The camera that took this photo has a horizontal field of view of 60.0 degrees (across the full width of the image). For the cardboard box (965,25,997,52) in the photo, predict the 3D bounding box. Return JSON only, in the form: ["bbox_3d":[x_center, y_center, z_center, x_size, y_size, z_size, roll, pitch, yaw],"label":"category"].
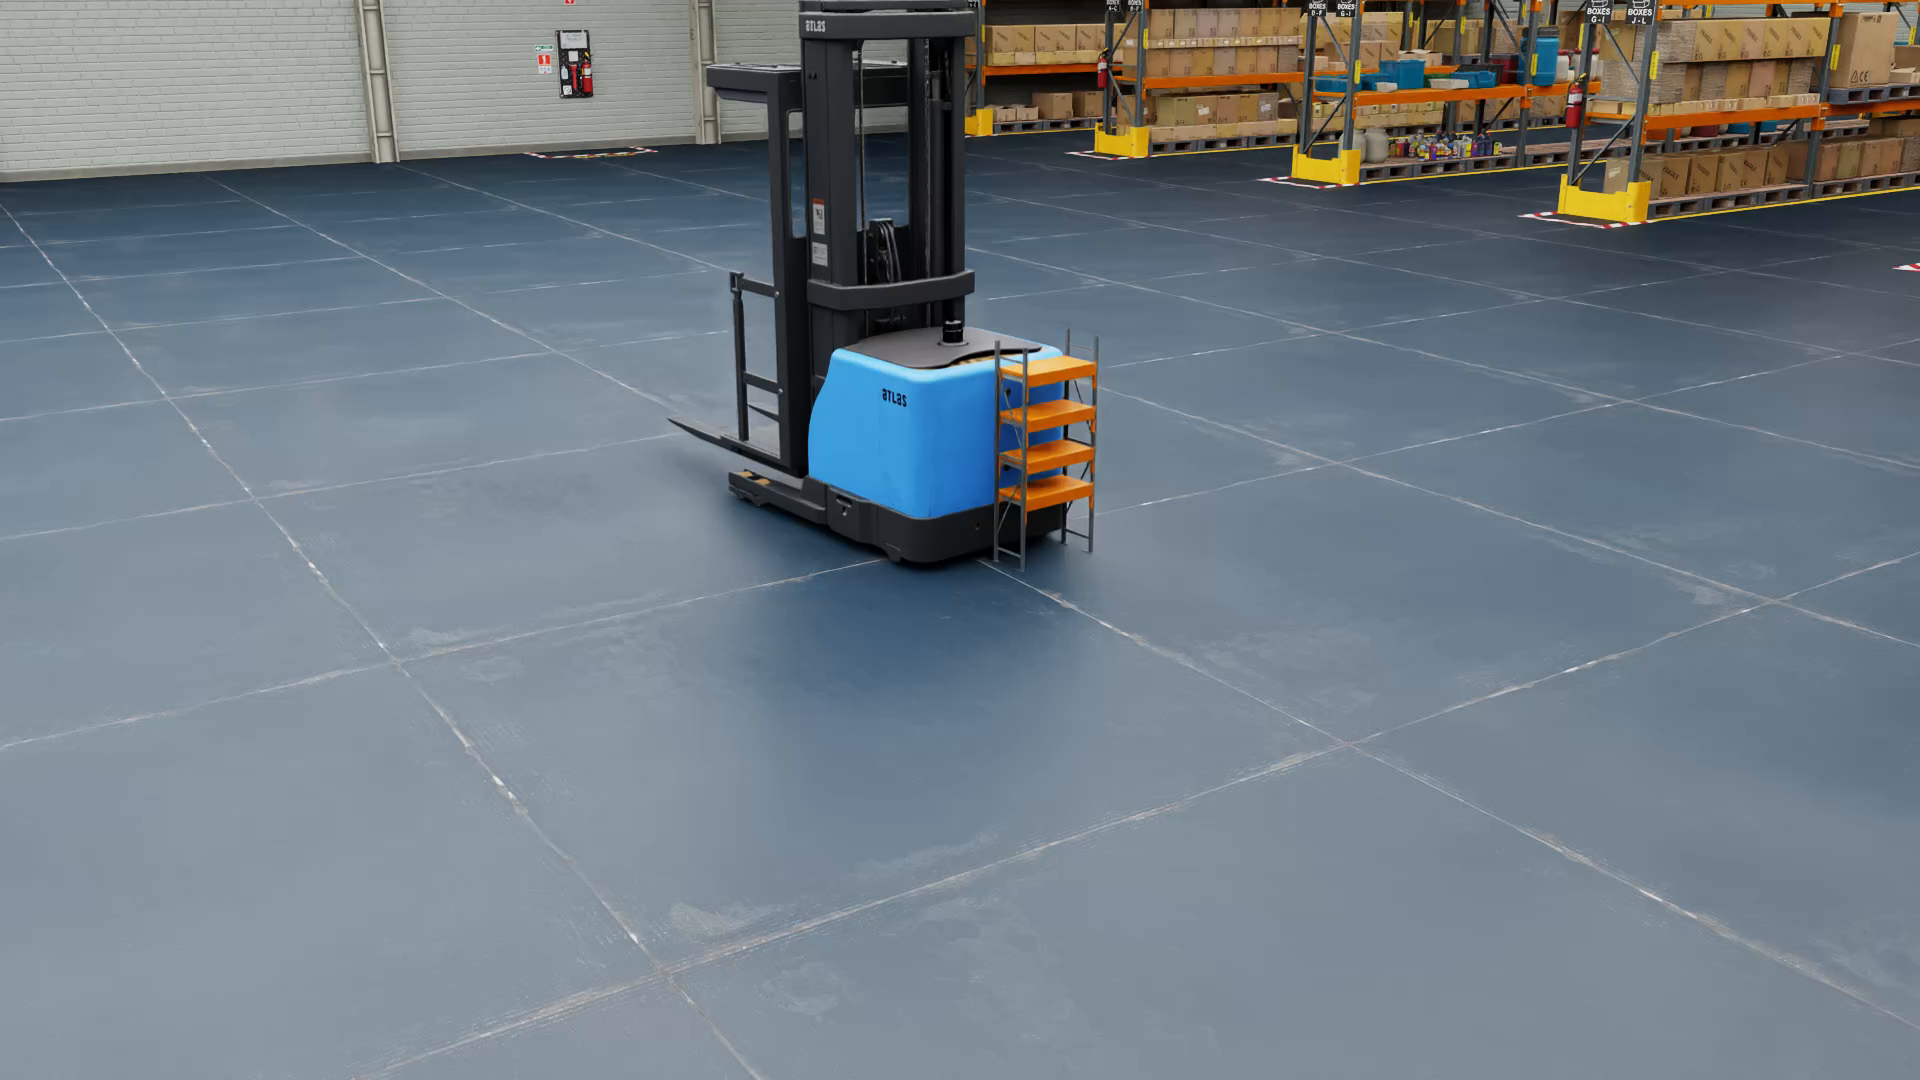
[{"bbox_3d":[0.427,-10.045,33.305,0.500,0.500,0.500,-12,22,-32],"label":"cardboard box"}]

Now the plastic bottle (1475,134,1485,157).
[{"bbox_3d":[8.400,-6.395,26.927,0.185,0.351,0.144,-13,23,-34],"label":"plastic bottle"}]

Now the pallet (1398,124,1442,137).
[{"bbox_3d":[8.851,-8.240,33.290,1.213,0.211,1.003,-12,22,-31],"label":"pallet"}]

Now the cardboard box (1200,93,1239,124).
[{"bbox_3d":[4.703,-7.837,30.209,0.500,0.500,0.500,-12,22,-31],"label":"cardboard box"}]

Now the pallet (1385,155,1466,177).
[{"bbox_3d":[7.336,-6.022,26.727,1.213,0.211,1.003,-12,22,-31],"label":"pallet"}]

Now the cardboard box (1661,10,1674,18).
[{"bbox_3d":[15.169,-11.292,36.246,0.500,0.500,0.500,-11,22,-30],"label":"cardboard box"}]

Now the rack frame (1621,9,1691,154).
[{"bbox_3d":[12.281,-8.370,29.320,0.127,3.000,1.000,-12,22,-31],"label":"rack frame"}]

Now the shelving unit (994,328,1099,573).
[{"bbox_3d":[0.451,-0.474,8.772,0.503,1.200,0.258,-14,23,-36],"label":"shelving unit"}]

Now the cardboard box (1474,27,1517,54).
[{"bbox_3d":[10.892,-10.193,33.901,0.500,0.500,0.700,-8,20,-21],"label":"cardboard box"}]

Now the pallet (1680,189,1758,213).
[{"bbox_3d":[10.103,-4.676,22.747,1.213,0.211,1.003,-12,22,-31],"label":"pallet"}]

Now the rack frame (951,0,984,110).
[{"bbox_3d":[0.151,-9.611,32.991,0.127,3.000,1.000,-12,22,-31],"label":"rack frame"}]

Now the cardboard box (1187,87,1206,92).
[{"bbox_3d":[4.949,-9.658,36.344,0.500,0.500,0.700,-12,22,-31],"label":"cardboard box"}]

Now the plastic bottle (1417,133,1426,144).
[{"bbox_3d":[7.525,-6.480,27.178,0.185,0.351,0.144,-12,22,-32],"label":"plastic bottle"}]

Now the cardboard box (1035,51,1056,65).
[{"bbox_3d":[1.587,-9.734,33.557,0.500,0.250,0.500,-12,22,-32],"label":"cardboard box"}]

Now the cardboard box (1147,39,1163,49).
[{"bbox_3d":[3.324,-8.653,28.987,0.250,0.149,0.380,-12,22,-32],"label":"cardboard box"}]

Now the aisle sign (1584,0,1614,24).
[{"bbox_3d":[8.107,-6.937,21.022,0.004,0.787,0.394,-12,22,-31],"label":"aisle sign"}]

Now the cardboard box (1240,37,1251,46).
[{"bbox_3d":[5.048,-9.018,30.066,0.250,0.149,0.380,-11,22,-30],"label":"cardboard box"}]

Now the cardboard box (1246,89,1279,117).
[{"bbox_3d":[5.659,-8.245,31.416,0.500,0.500,0.500,-12,22,-31],"label":"cardboard box"}]

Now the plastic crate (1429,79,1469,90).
[{"bbox_3d":[7.723,-7.187,26.232,0.437,0.136,0.530,-12,22,-31],"label":"plastic crate"}]

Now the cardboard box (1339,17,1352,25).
[{"bbox_3d":[8.640,-11.860,37.819,0.500,0.250,0.500,-12,22,-33],"label":"cardboard box"}]

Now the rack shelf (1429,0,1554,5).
[{"bbox_3d":[11.230,-11.128,33.918,4.000,0.370,1.077,-12,22,-31],"label":"rack shelf"}]

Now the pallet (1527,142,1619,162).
[{"bbox_3d":[10.595,-6.710,28.762,1.213,0.211,1.003,-12,22,-31],"label":"pallet"}]

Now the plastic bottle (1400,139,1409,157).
[{"bbox_3d":[7.177,-6.332,26.846,0.133,0.283,0.061,-12,22,-31],"label":"plastic bottle"}]

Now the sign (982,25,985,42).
[{"bbox_3d":[0.449,-9.876,32.423,0.005,0.325,0.100,-12,22,-31],"label":"sign"}]

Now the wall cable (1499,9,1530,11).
[{"bbox_3d":[14.063,-13.389,42.580,1.851,1.984,0.084,-12,22,-31],"label":"wall cable"}]

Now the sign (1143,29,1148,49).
[{"bbox_3d":[3.178,-8.585,28.480,0.005,0.325,0.100,-12,22,-31],"label":"sign"}]

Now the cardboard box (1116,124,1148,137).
[{"bbox_3d":[3.164,-7.357,29.960,0.500,0.250,0.500,-12,22,-31],"label":"cardboard box"}]

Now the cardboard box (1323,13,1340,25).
[{"bbox_3d":[8.217,-11.768,37.549,0.500,0.250,0.500,-12,22,-31],"label":"cardboard box"}]

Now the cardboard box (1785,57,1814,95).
[{"bbox_3d":[11.254,-6.467,23.068,0.500,0.500,0.875,-12,22,-31],"label":"cardboard box"}]

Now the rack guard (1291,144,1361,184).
[{"bbox_3d":[5.637,-5.803,25.629,0.348,0.500,1.175,-12,22,-31],"label":"rack guard"}]

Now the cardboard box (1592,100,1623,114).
[{"bbox_3d":[8.448,-5.623,21.586,0.250,0.149,0.380,-12,22,-31],"label":"cardboard box"}]

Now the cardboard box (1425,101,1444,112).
[{"bbox_3d":[9.258,-8.700,33.057,0.500,0.311,0.500,-11,22,-30],"label":"cardboard box"}]

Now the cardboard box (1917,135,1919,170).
[{"bbox_3d":[14.456,-5.947,25.367,0.500,0.500,0.700,-13,23,-34],"label":"cardboard box"}]

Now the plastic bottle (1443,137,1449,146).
[{"bbox_3d":[7.983,-6.493,27.340,0.097,0.271,0.097,0,19,0],"label":"plastic bottle"}]

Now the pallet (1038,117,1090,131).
[{"bbox_3d":[1.930,-8.651,34.504,1.213,0.211,1.003,-12,22,-31],"label":"pallet"}]

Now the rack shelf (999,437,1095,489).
[{"bbox_3d":[0.451,-0.410,8.794,0.480,0.148,0.258,-14,23,-36],"label":"rack shelf"}]

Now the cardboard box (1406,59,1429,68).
[{"bbox_3d":[8.960,-9.345,32.594,0.250,0.149,0.380,-12,22,-31],"label":"cardboard box"}]

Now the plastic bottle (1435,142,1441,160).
[{"bbox_3d":[7.571,-6.174,26.395,0.097,0.271,0.097,0,19,0],"label":"plastic bottle"}]

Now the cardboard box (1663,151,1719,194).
[{"bbox_3d":[9.868,-4.976,22.529,0.500,0.500,0.500,-10,21,-26],"label":"cardboard box"}]

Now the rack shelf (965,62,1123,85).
[{"bbox_3d":[1.821,-9.623,34.148,4.000,0.370,1.077,-12,22,-31],"label":"rack shelf"}]

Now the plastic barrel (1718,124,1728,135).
[{"bbox_3d":[14.046,-7.804,30.873,0.421,0.512,0.421,0,19,0],"label":"plastic barrel"}]

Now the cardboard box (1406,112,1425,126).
[{"bbox_3d":[8.826,-8.343,32.876,0.500,0.250,0.500,-12,22,-32],"label":"cardboard box"}]

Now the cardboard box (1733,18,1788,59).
[{"bbox_3d":[10.605,-6.674,22.120,0.500,0.500,0.500,-12,22,-31],"label":"cardboard box"}]

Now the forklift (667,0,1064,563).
[{"bbox_3d":[-0.730,-1.672,9.614,1.130,2.935,3.031,-14,23,-36],"label":"forklift"}]

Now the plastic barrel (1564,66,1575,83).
[{"bbox_3d":[10.130,-7.792,27.827,0.301,0.262,0.301,0,19,0],"label":"plastic barrel"}]

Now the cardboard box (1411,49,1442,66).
[{"bbox_3d":[9.232,-9.601,33.101,0.500,0.311,0.500,-10,21,-28],"label":"cardboard box"}]

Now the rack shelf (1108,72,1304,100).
[{"bbox_3d":[4.549,-8.298,30.231,4.000,0.370,1.077,-12,22,-31],"label":"rack shelf"}]

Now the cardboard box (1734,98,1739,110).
[{"bbox_3d":[10.134,-5.822,22.174,0.250,0.149,0.380,-12,22,-31],"label":"cardboard box"}]

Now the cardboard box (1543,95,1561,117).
[{"bbox_3d":[12.228,-9.176,34.921,0.500,0.500,0.500,-12,22,-31],"label":"cardboard box"}]

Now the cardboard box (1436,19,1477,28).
[{"bbox_3d":[11.850,-12.216,40.227,0.700,0.700,0.980,-13,23,-34],"label":"cardboard box"}]

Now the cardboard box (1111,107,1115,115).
[{"bbox_3d":[3.061,-9.080,35.156,0.250,0.166,0.380,-16,24,-38],"label":"cardboard box"}]

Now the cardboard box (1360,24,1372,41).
[{"bbox_3d":[9.081,-11.595,38.207,0.500,0.500,0.500,-12,22,-31],"label":"cardboard box"}]

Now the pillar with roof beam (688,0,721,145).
[{"bbox_3d":[-2.384,-10.600,26.547,0.400,9.000,9.100,-12,22,-31],"label":"pillar with roof beam"}]

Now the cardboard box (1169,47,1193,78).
[{"bbox_3d":[3.711,-8.507,29.568,0.500,0.500,0.700,-11,22,-30],"label":"cardboard box"}]
